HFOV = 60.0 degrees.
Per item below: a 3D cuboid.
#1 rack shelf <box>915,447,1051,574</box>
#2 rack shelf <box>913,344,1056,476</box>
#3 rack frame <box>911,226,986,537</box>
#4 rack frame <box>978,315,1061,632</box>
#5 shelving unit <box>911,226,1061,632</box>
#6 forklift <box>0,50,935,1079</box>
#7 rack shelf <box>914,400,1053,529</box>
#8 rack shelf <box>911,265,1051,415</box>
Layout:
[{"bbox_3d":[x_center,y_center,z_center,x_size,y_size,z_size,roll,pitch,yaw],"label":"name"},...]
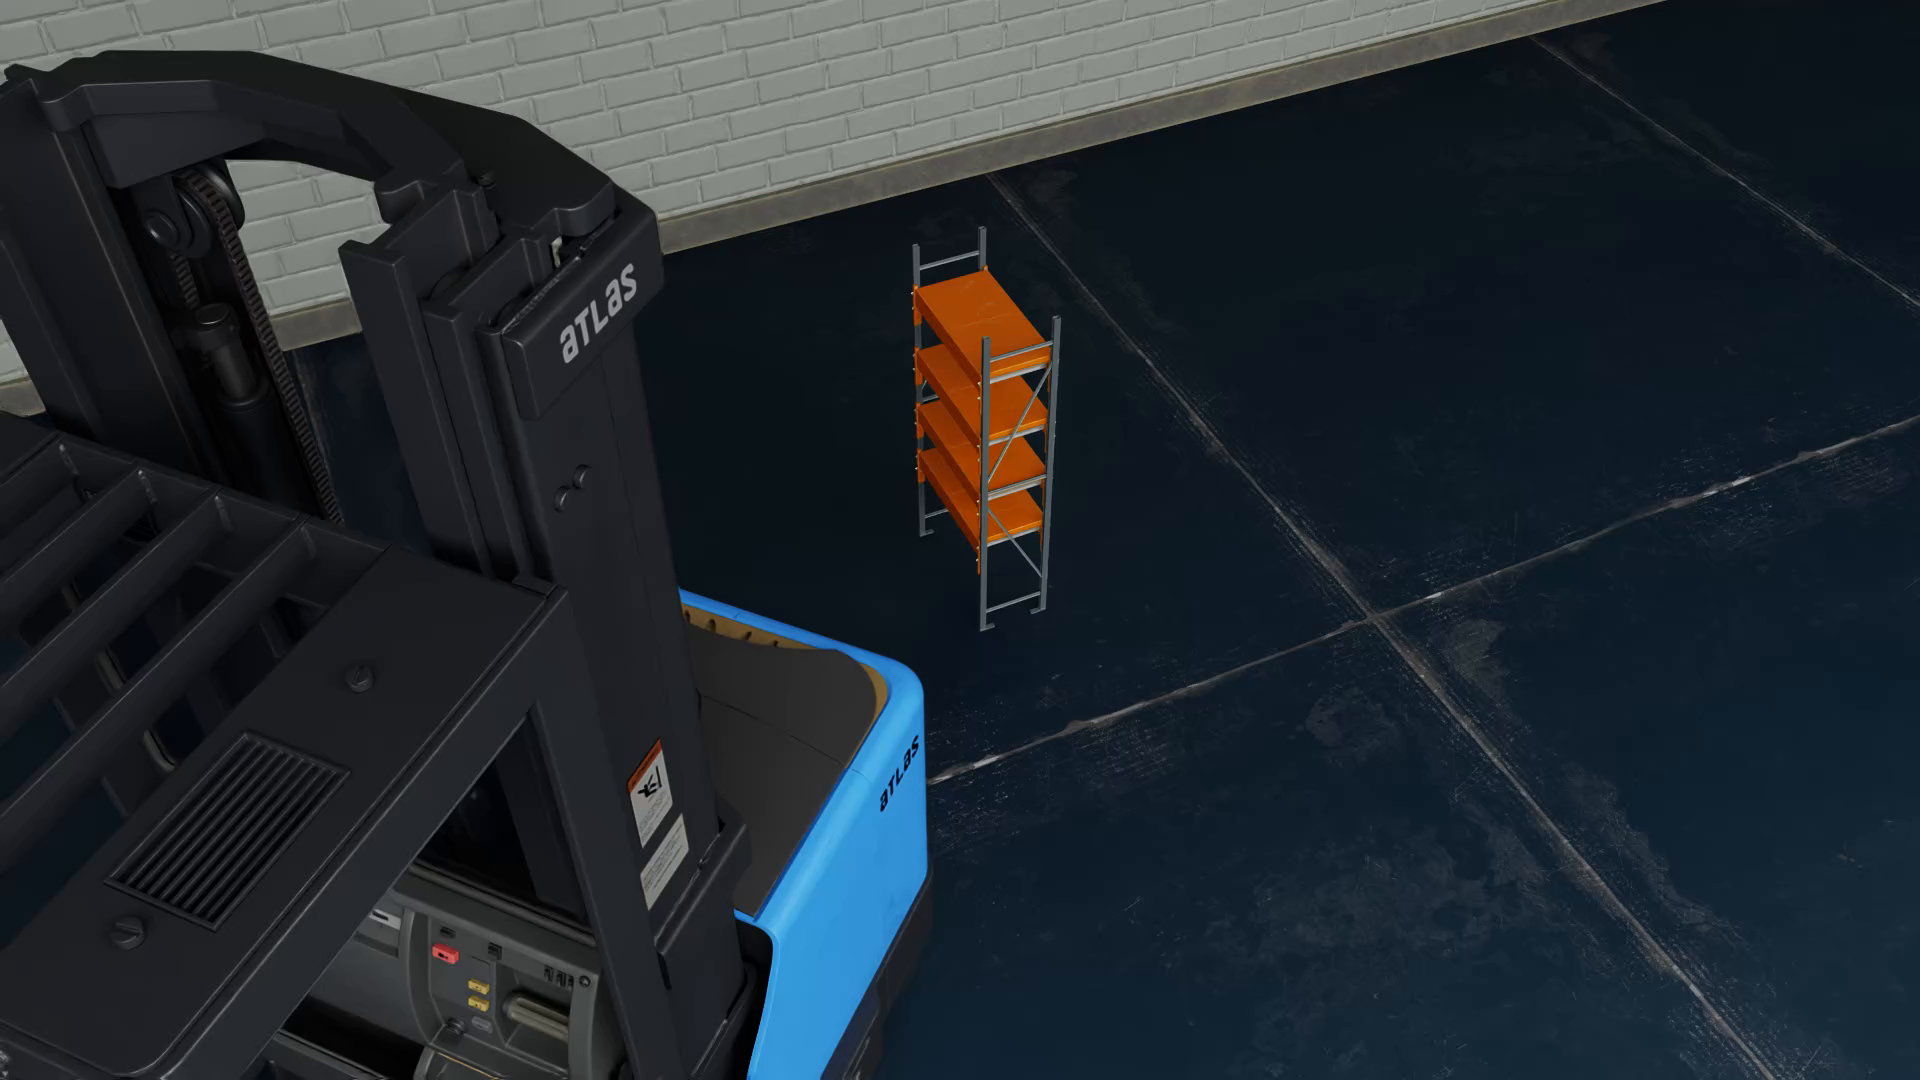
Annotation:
[{"bbox_3d":[0.070,-0.132,5.408,0.258,0.148,0.480,-18,47,-17],"label":"rack shelf"},{"bbox_3d":[0.070,-0.433,5.112,0.258,0.148,0.480,-18,47,-17],"label":"rack shelf"},{"bbox_3d":[-0.033,-0.477,5.379,0.240,1.200,0.015,-18,47,-17],"label":"rack frame"},{"bbox_3d":[0.172,-0.166,5.064,0.240,1.200,0.015,-18,47,-17],"label":"rack frame"},{"bbox_3d":[0.070,-0.322,5.222,0.258,1.200,0.503,-18,47,-17],"label":"shelving unit"},{"bbox_3d":[-1.121,0.839,2.812,1.130,2.935,3.031,17,47,16],"label":"forklift"},{"bbox_3d":[0.070,-0.274,5.269,0.258,0.148,0.480,-18,47,-17],"label":"rack shelf"},{"bbox_3d":[0.070,-0.601,4.946,0.258,0.148,0.480,-18,47,-17],"label":"rack shelf"}]
